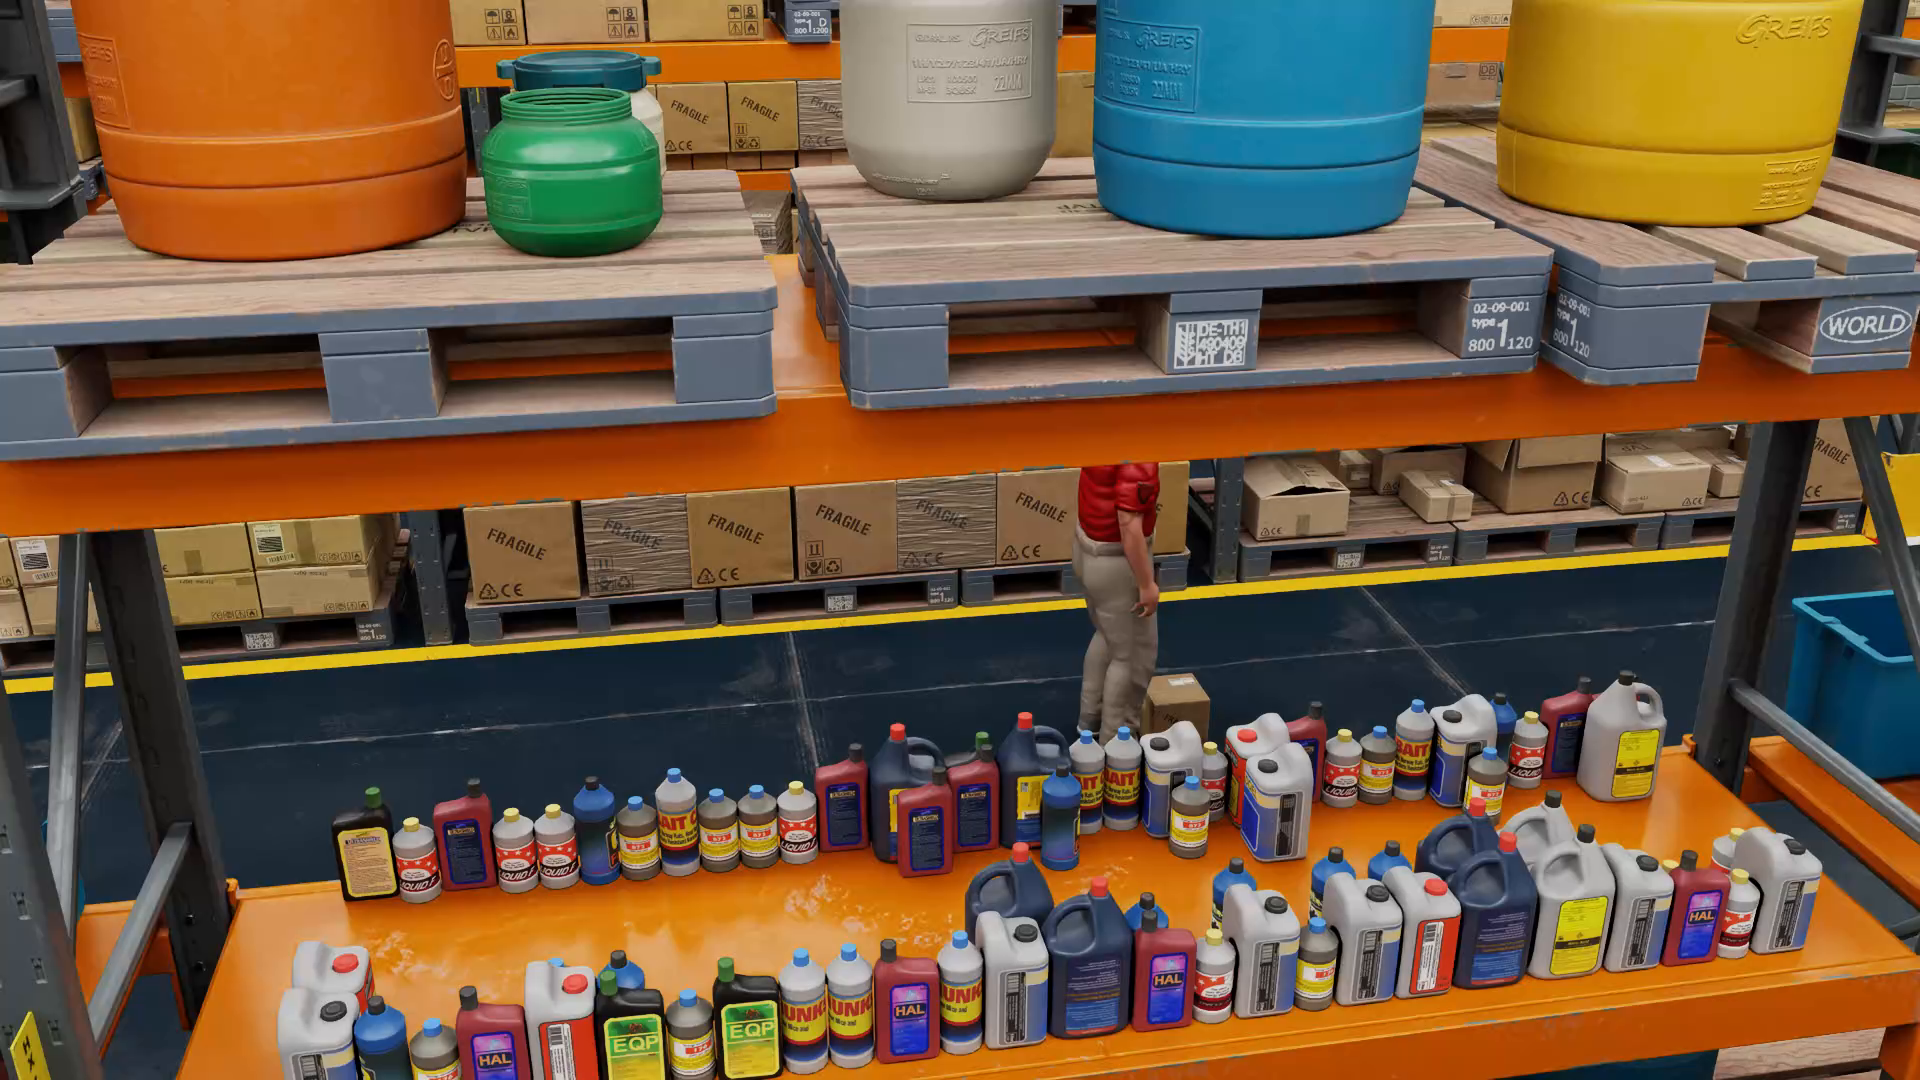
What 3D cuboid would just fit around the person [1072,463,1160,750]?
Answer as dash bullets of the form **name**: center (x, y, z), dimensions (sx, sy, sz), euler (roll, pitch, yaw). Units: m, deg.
- **person**: center (0.675, 0.096, 6.889), dimensions (0.389, 1.726, 0.588), euler (-4, 24, -10)
